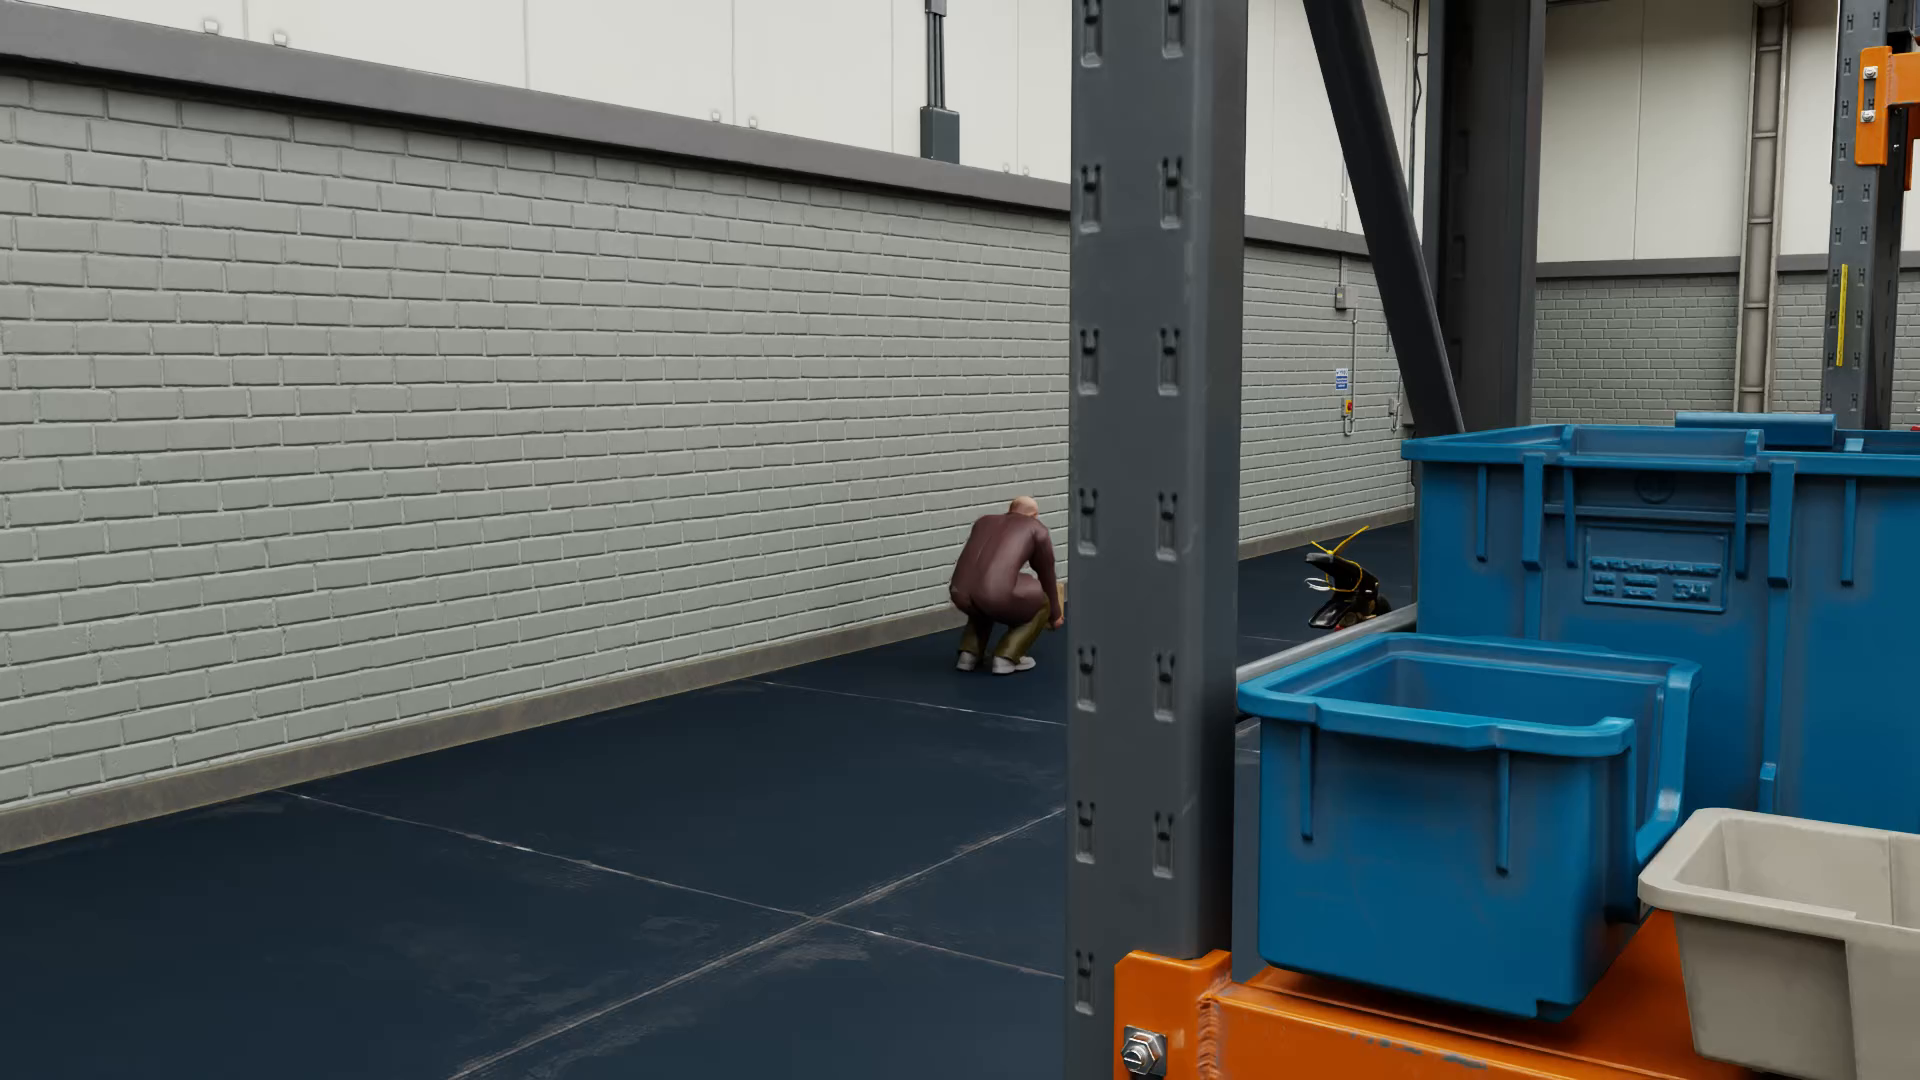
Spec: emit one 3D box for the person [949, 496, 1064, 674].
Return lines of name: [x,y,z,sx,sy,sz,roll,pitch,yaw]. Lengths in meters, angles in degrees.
person: [0.285,0.269,9.979,0.578,0.987,0.924,4,7,32]
